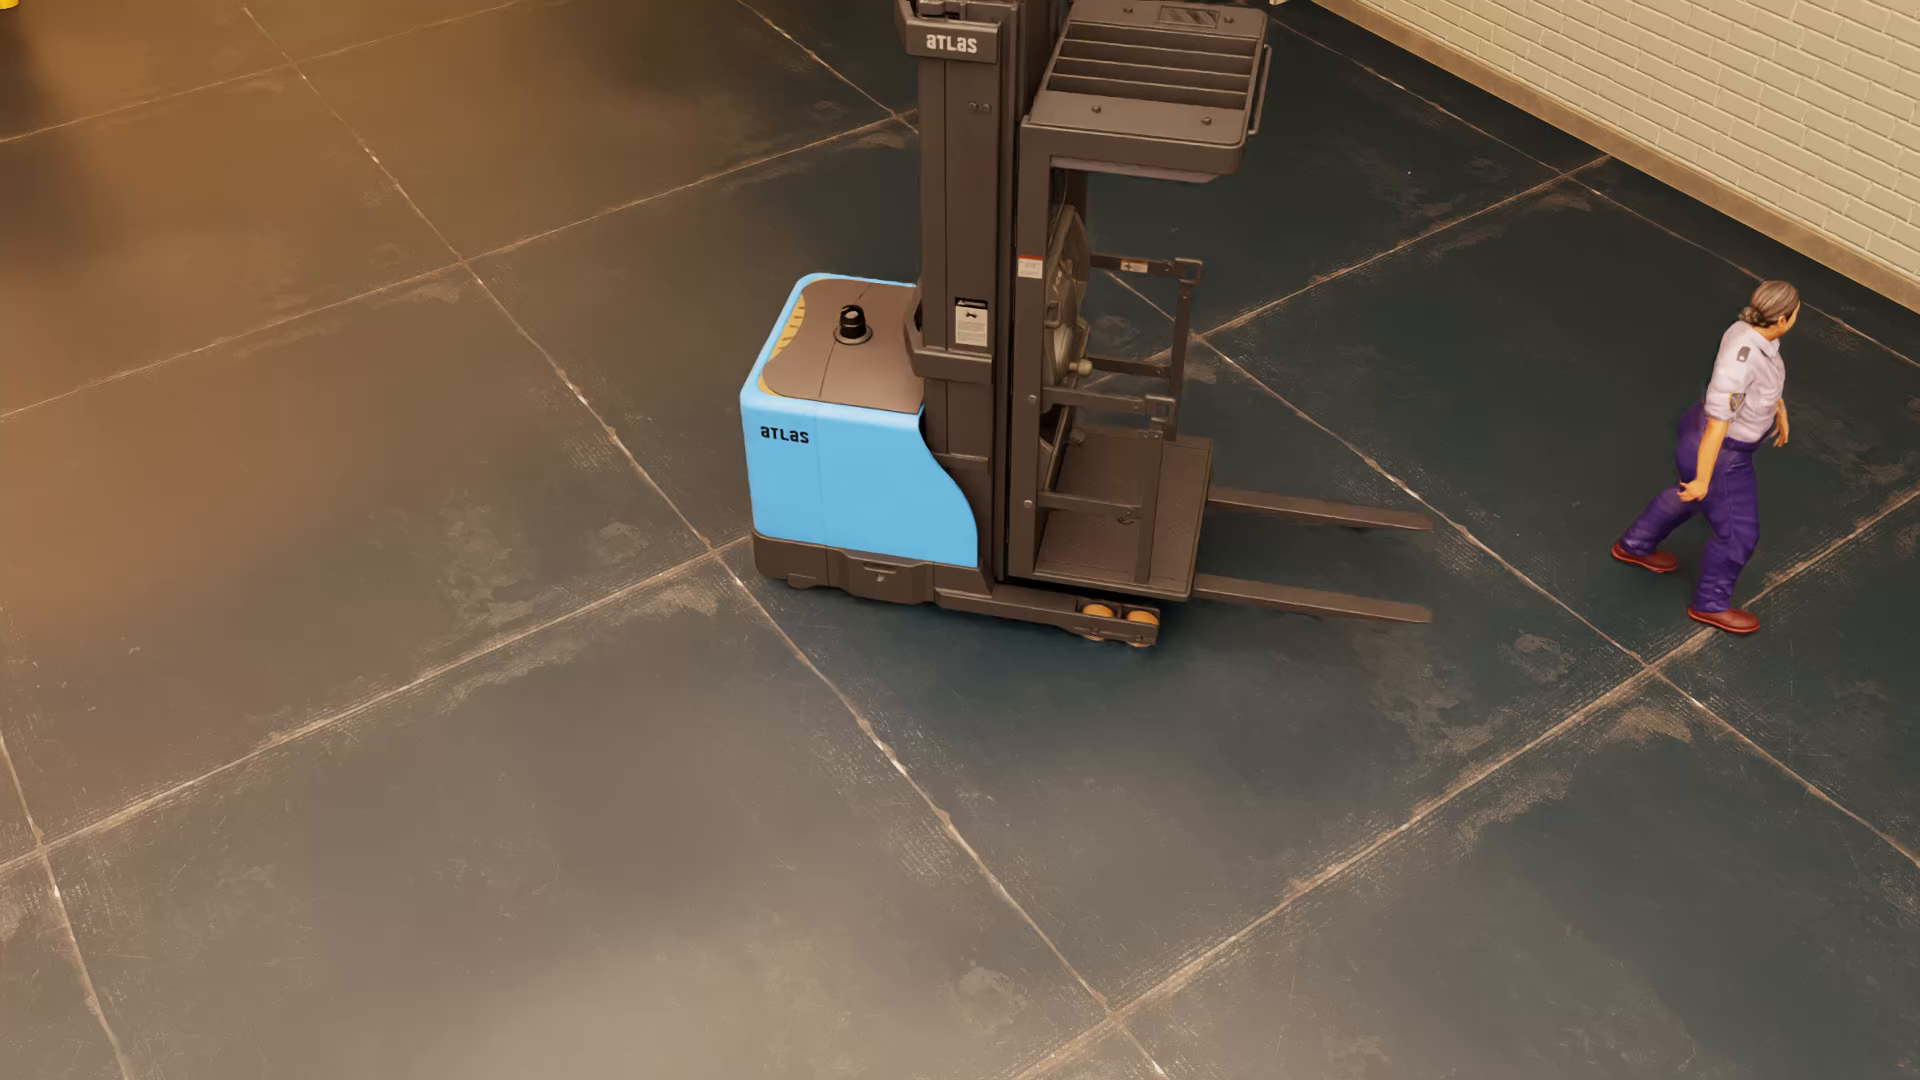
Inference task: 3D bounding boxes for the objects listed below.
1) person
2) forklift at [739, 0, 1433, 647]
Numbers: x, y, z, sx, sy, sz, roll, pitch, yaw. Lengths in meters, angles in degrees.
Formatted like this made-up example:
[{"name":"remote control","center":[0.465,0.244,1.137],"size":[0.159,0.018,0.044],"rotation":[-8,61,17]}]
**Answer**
[{"name":"person","center":[3.327,-0.379,7.105],"size":[0.662,1.615,0.601],"rotation":[16,45,17]},{"name":"forklift","center":[0.625,-1.000,6.800],"size":[3.031,2.935,1.130],"rotation":[8,43,9]}]
